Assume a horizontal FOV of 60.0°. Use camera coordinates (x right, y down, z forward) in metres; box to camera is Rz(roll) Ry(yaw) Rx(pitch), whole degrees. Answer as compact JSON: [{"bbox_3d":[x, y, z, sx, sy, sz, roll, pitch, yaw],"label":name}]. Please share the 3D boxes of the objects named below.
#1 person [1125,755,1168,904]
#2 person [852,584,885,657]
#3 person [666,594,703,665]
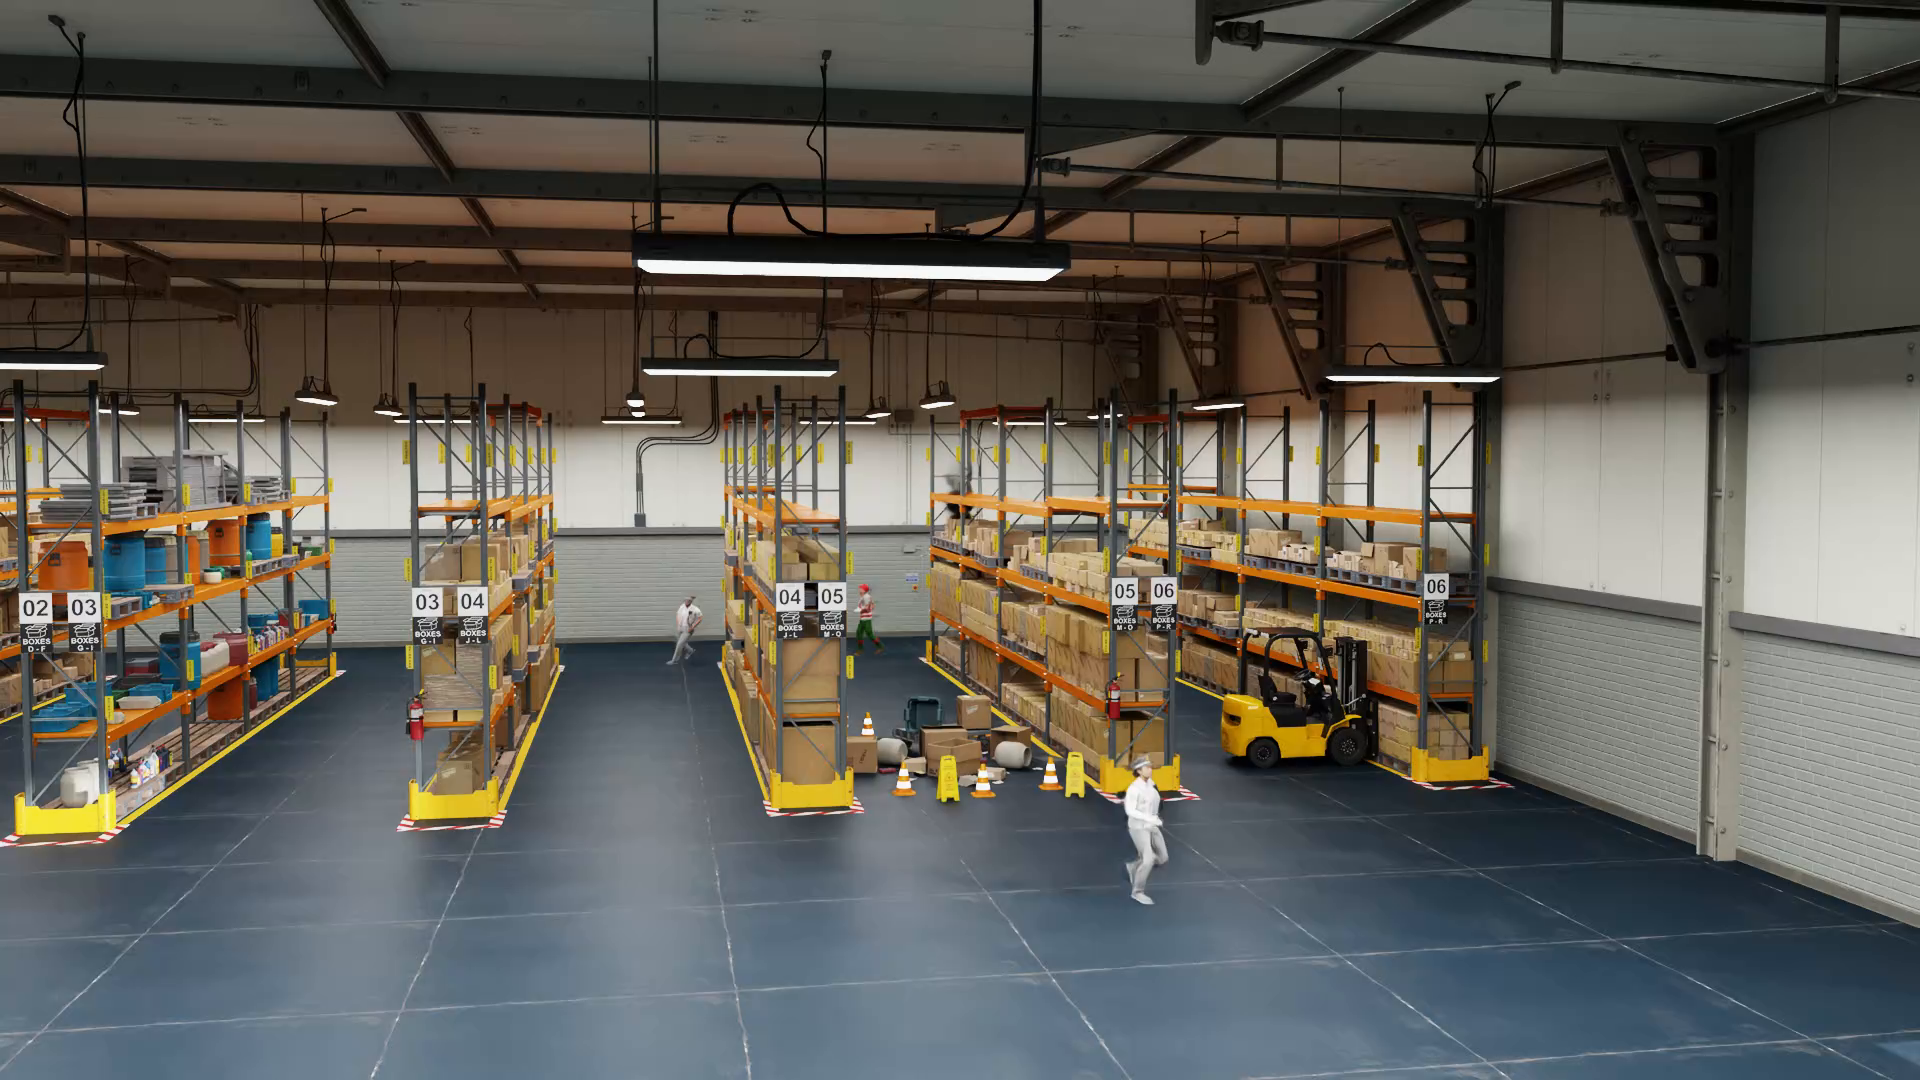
[{"bbox_3d":[2.086,3.232,18.642,0.537,1.661,0.658,2,4,37],"label":"person"},{"bbox_3d":[-2.278,2.016,41.398,0.833,1.838,0.657,0,3,-6],"label":"person"},{"bbox_3d":[-6.532,2.136,39.931,0.730,1.697,0.913,2,3,31],"label":"person"}]
